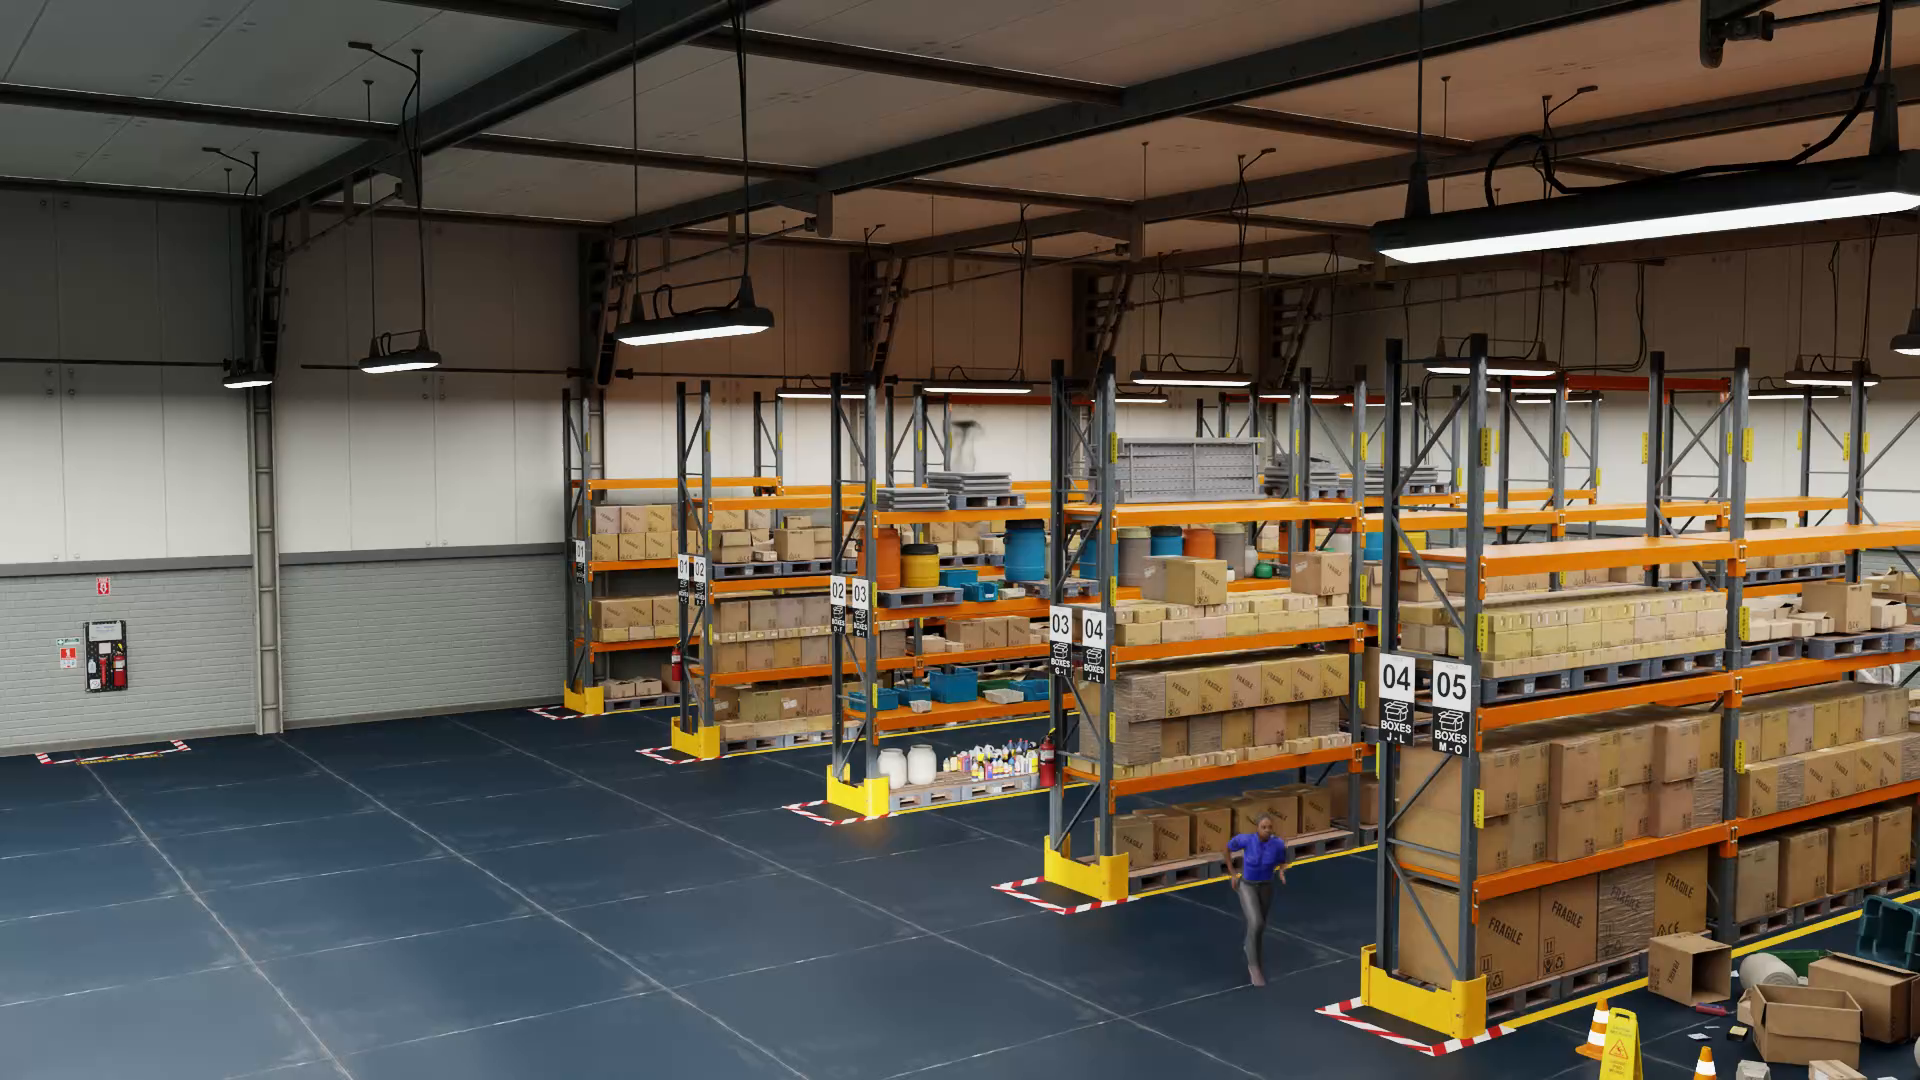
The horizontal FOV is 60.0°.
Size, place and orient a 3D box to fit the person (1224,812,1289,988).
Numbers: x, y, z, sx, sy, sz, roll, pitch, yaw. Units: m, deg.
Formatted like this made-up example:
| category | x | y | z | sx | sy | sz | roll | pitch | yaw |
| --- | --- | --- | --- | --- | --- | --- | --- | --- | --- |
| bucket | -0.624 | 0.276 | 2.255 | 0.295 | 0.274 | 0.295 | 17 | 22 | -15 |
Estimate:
| category | x | y | z | sx | sy | sz | roll | pitch | yaw |
| --- | --- | --- | --- | --- | --- | --- | --- | --- | --- |
| person | 2.814 | 3.370 | 15.839 | 0.595 | 1.628 | 0.872 | -1 | 4 | -9 |

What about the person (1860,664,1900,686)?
| category | x | y | z | sx | sy | sz | roll | pitch | yaw |
| --- | --- | --- | --- | --- | --- | --- | --- | --- | --- |
| person | 15.982 | 2.513 | 28.916 | 0.639 | 1.666 | 0.728 | 1 | 4 | 13 |
